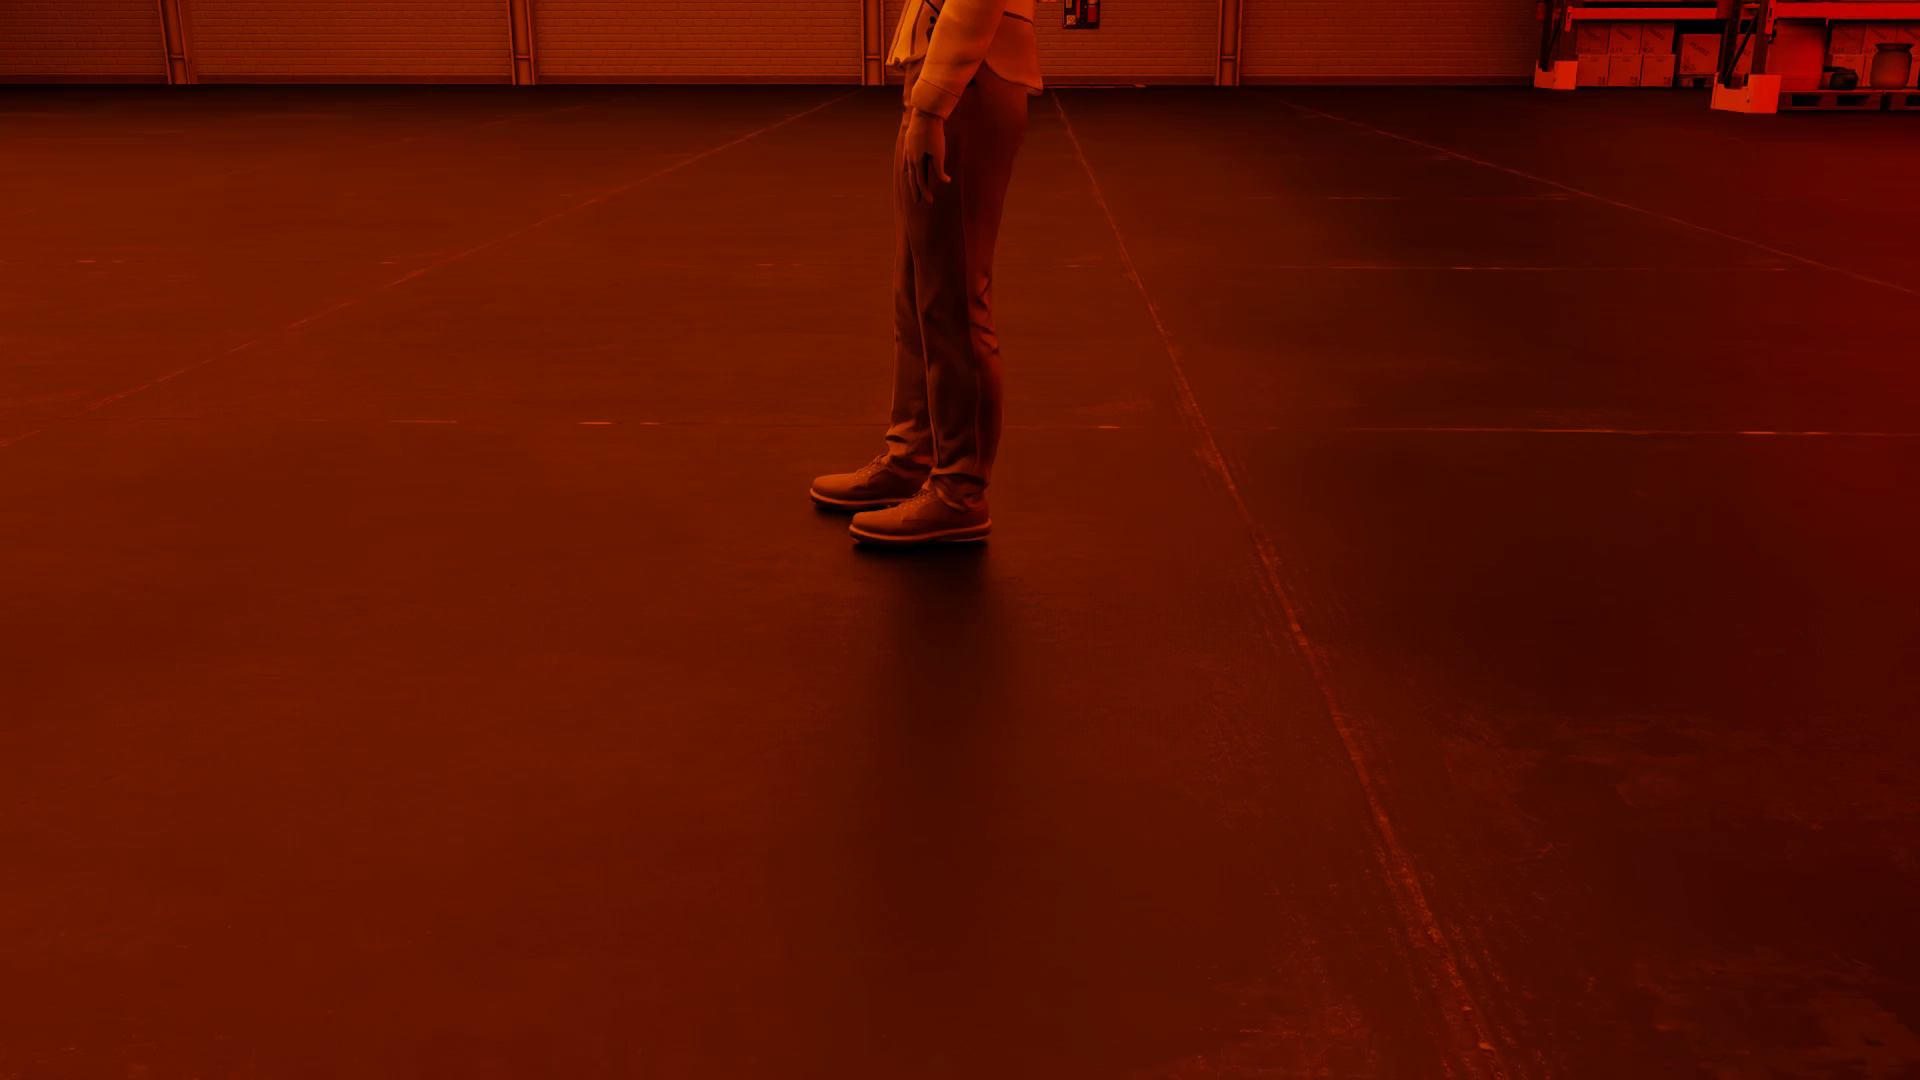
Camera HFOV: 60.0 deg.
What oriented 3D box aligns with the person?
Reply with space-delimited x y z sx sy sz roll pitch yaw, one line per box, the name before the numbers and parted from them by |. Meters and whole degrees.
person | -0.069 -0.819 3.127 0.530 1.694 0.587 1 17 2
